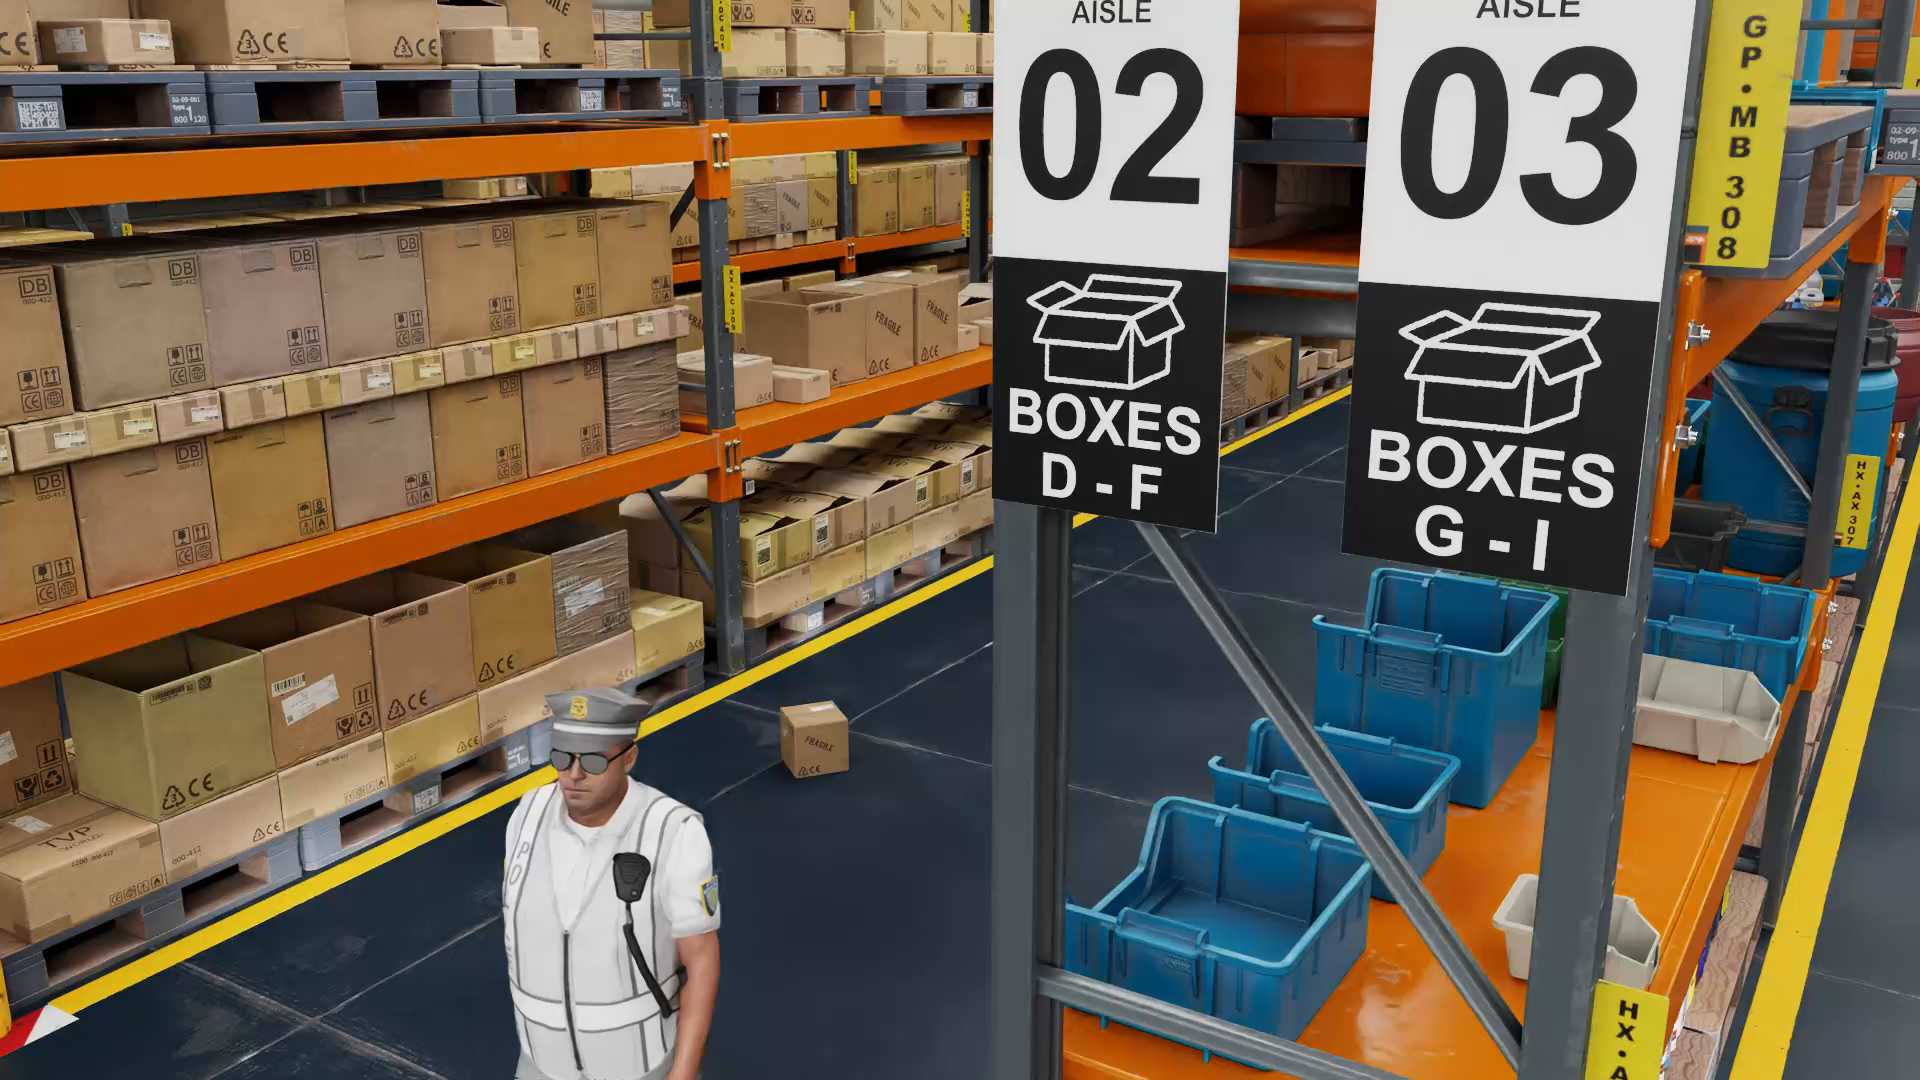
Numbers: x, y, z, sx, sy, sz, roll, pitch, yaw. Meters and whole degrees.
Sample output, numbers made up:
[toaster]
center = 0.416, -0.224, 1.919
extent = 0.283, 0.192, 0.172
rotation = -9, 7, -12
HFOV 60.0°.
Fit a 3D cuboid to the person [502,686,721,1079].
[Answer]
[person]
center = -0.819, 1.215, 3.838
extent = 0.546, 1.840, 0.718
rotation = 2, 16, 8
